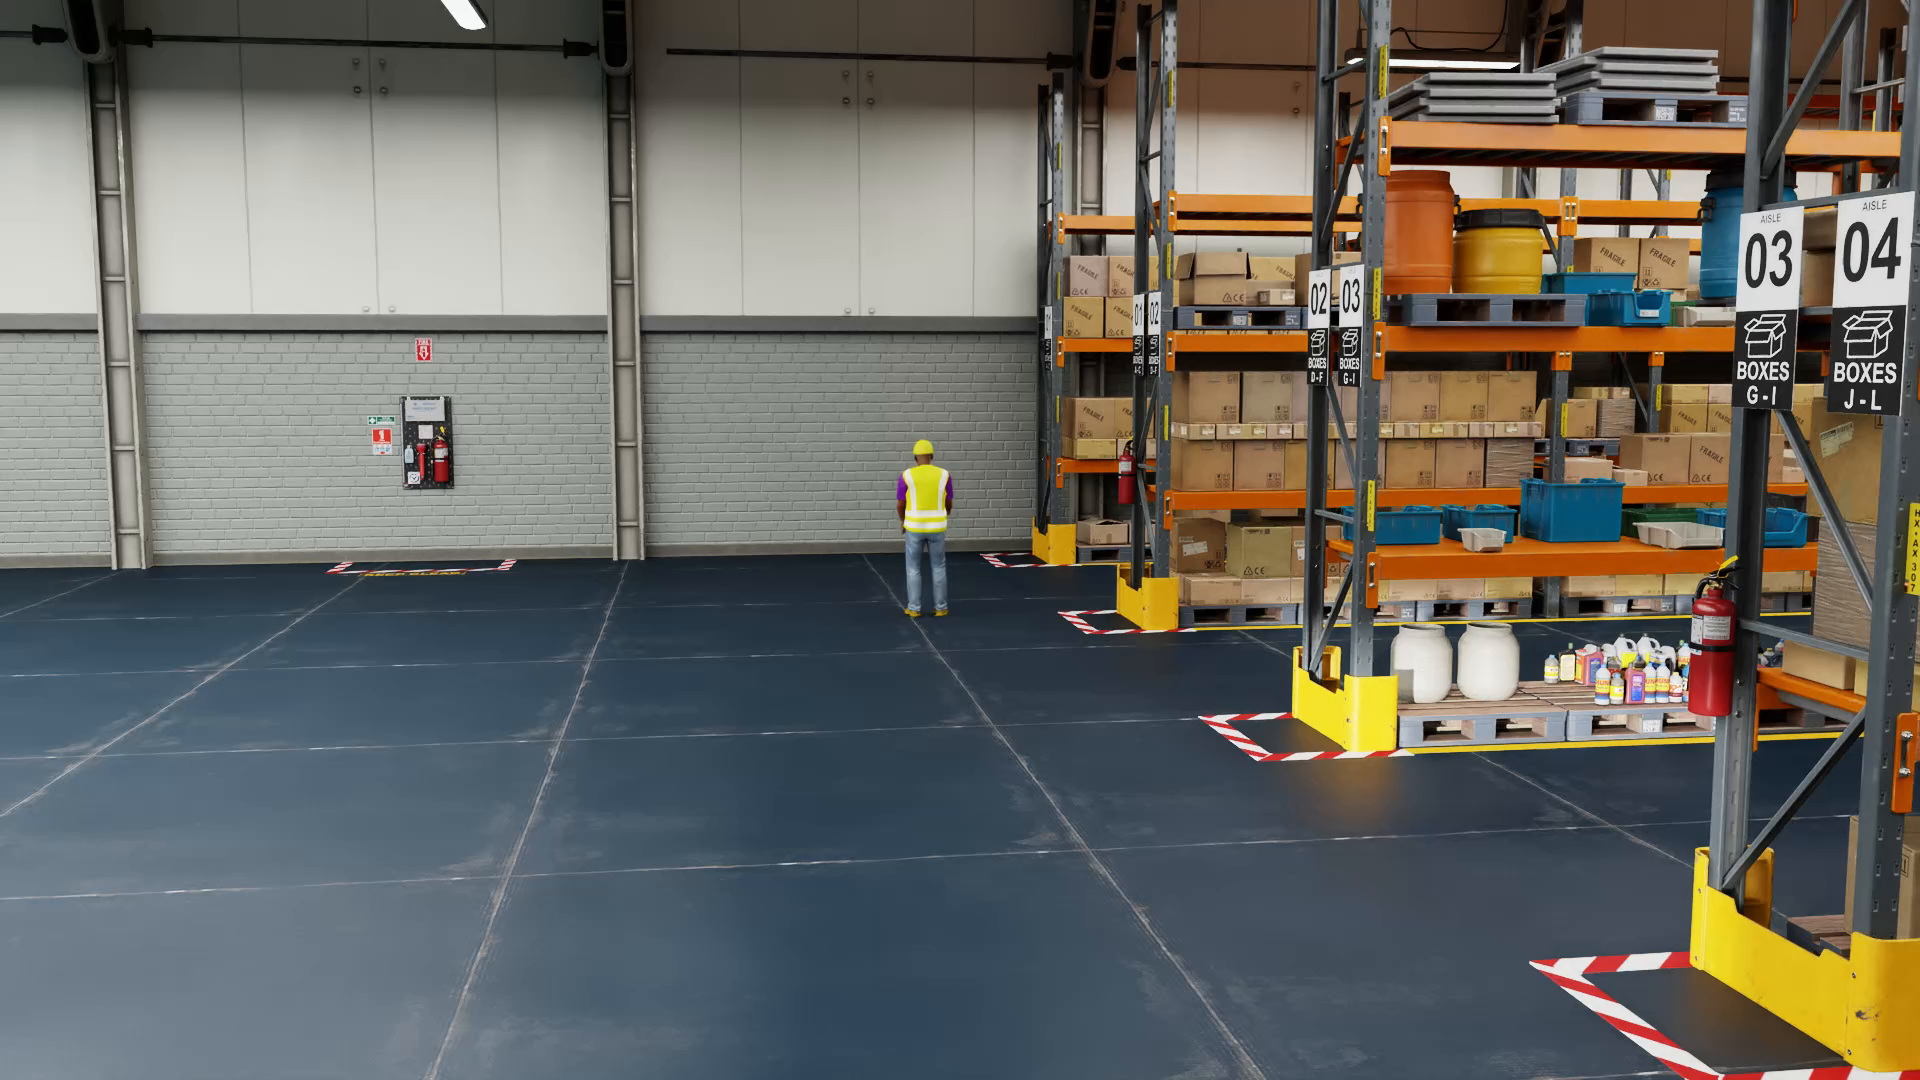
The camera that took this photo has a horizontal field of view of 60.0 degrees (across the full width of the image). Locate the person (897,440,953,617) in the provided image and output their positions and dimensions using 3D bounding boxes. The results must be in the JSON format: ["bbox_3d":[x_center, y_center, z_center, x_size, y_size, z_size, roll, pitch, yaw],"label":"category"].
[{"bbox_3d":[-0.357,-0.120,16.671,0.572,1.766,0.470,-1,7,-10],"label":"person"}]
